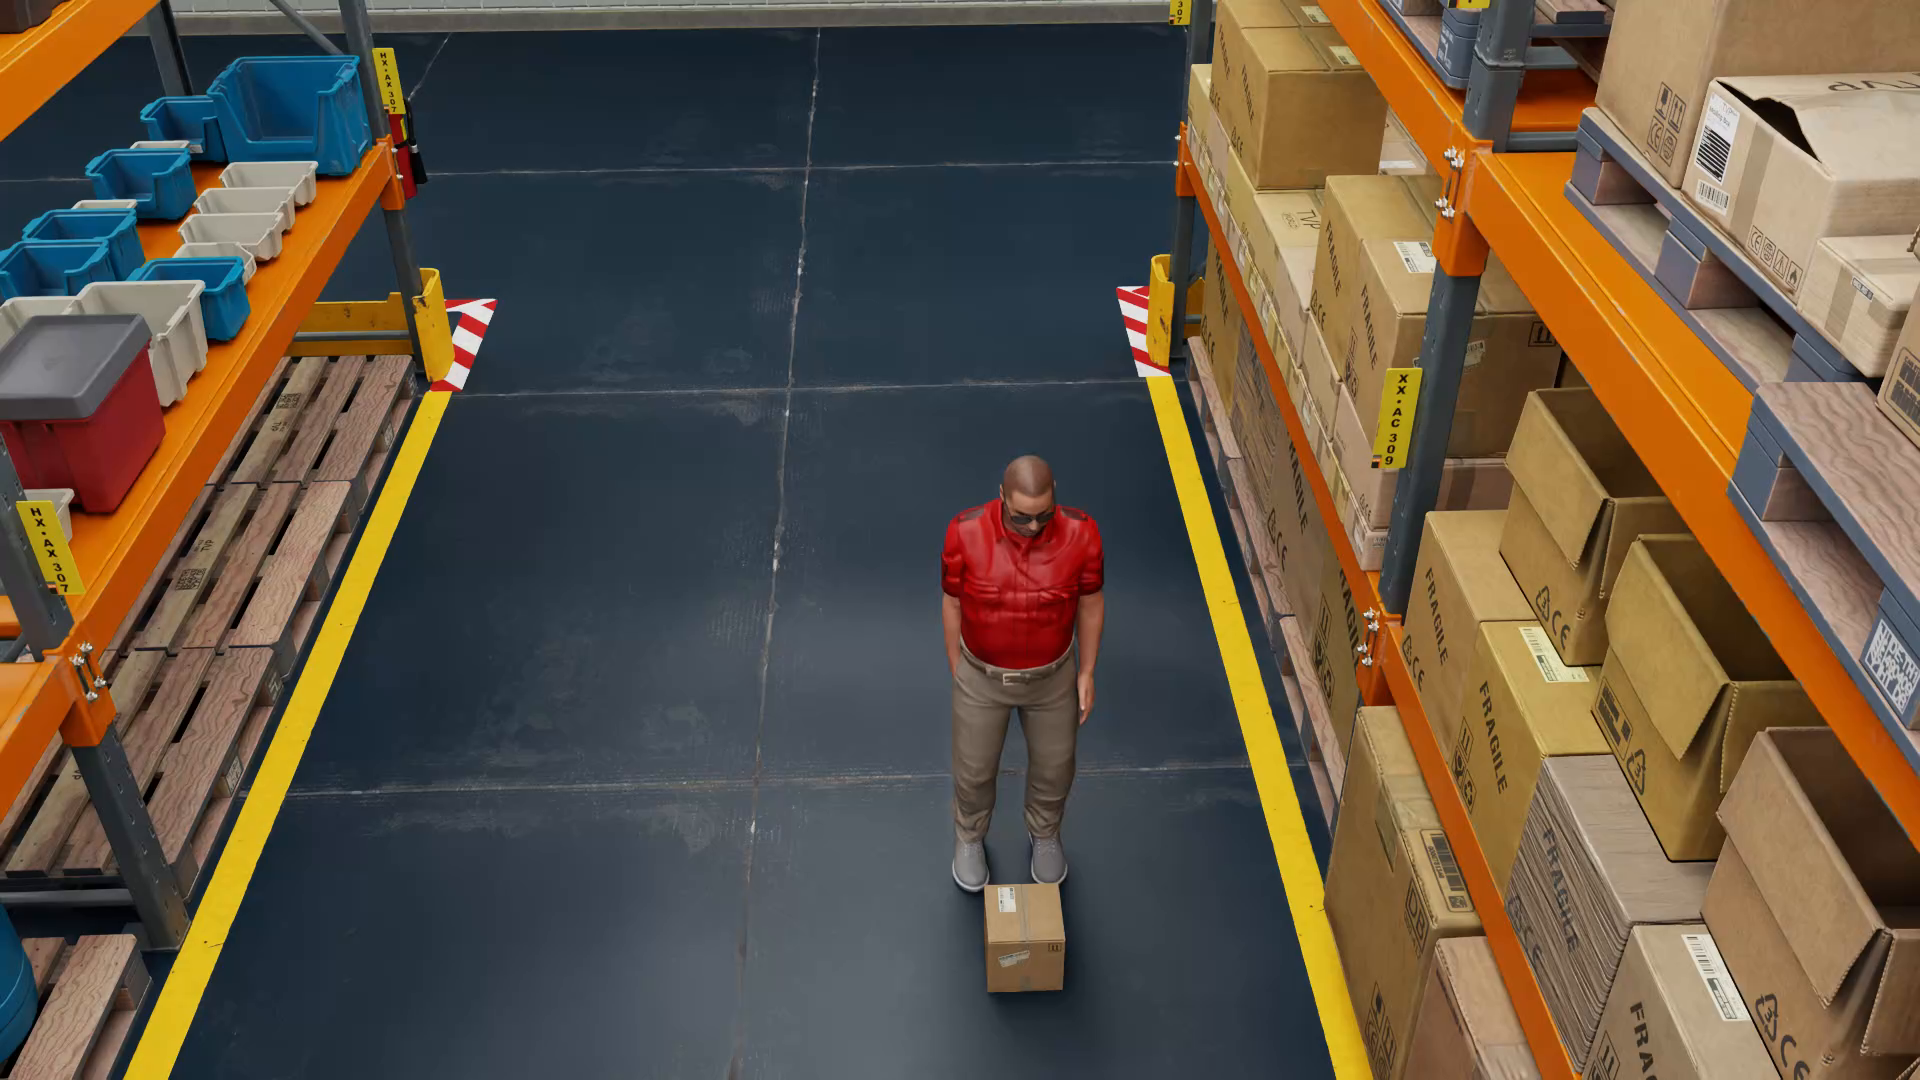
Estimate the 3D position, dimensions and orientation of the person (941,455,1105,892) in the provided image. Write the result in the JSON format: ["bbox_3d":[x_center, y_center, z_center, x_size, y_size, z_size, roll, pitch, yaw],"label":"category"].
[{"bbox_3d":[0.206,0.449,5.535,0.534,1.717,0.358,-1,35,-1],"label":"person"}]
